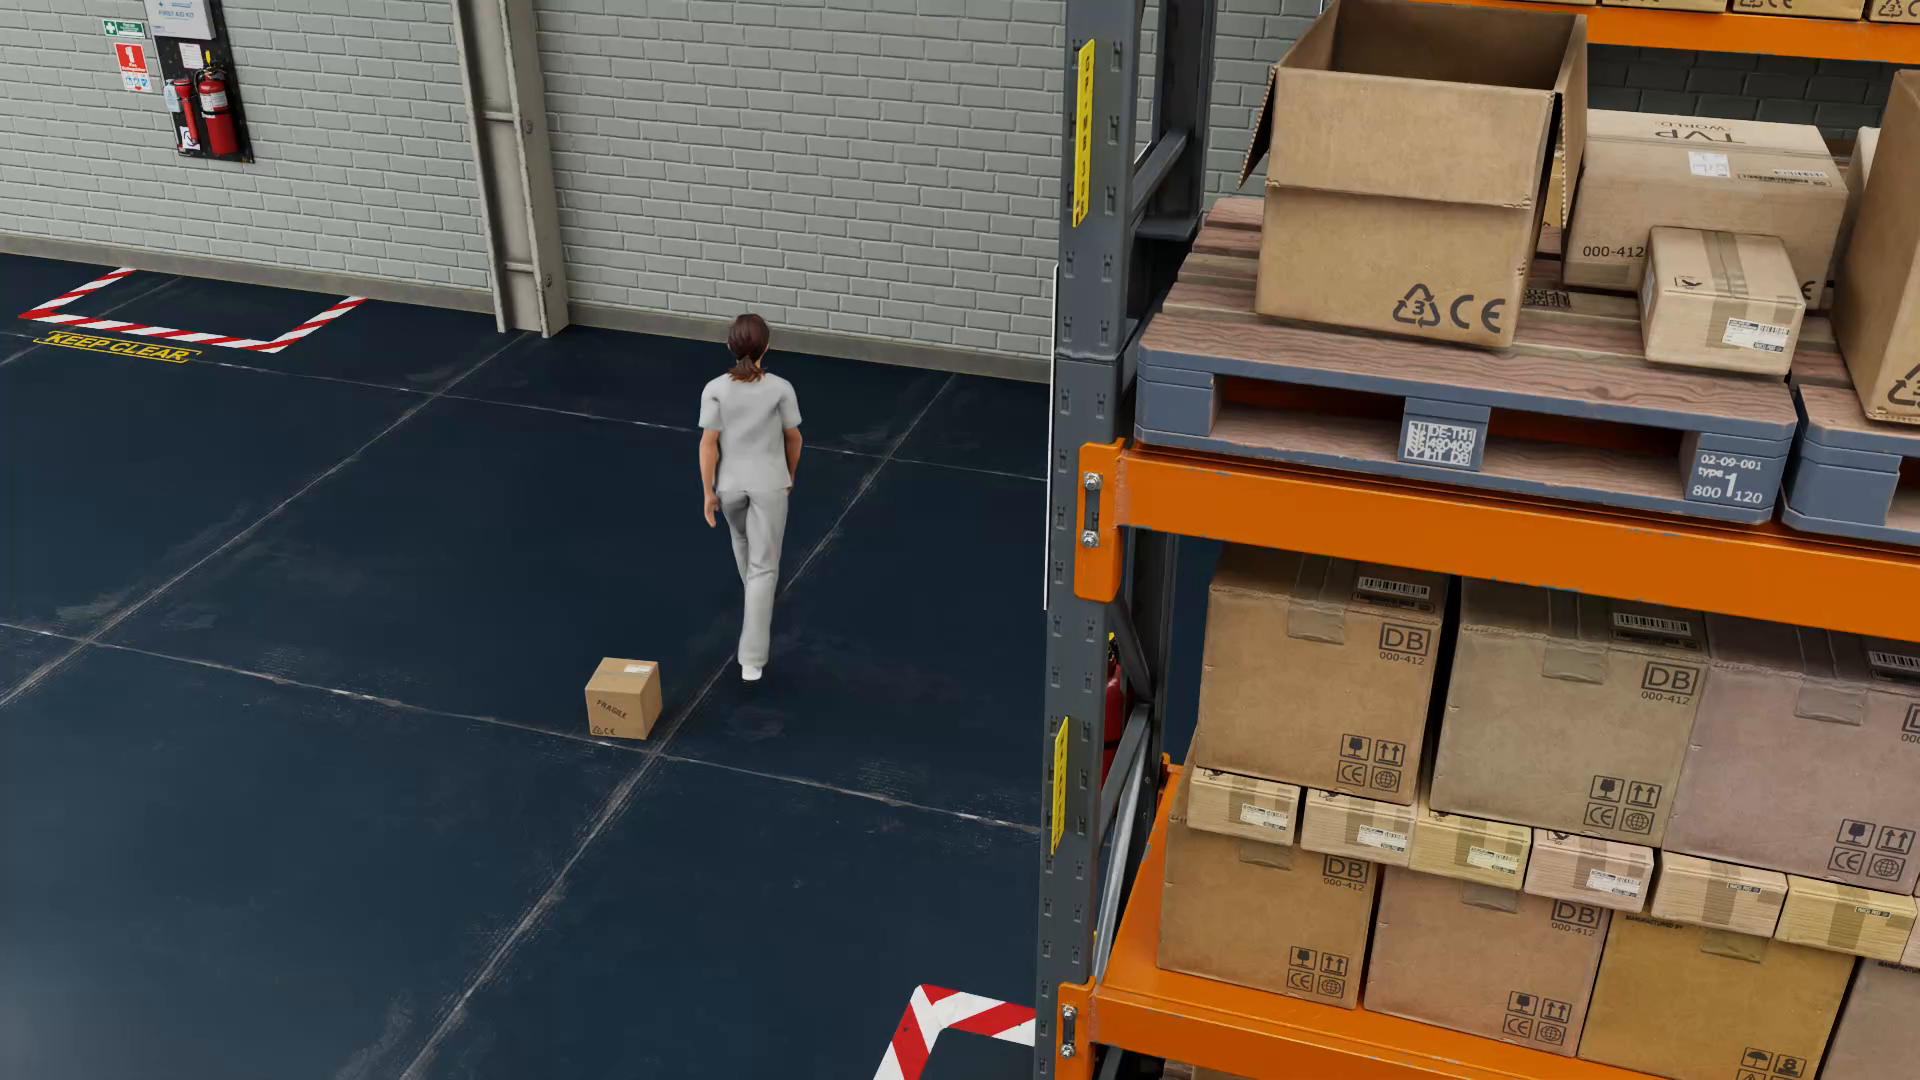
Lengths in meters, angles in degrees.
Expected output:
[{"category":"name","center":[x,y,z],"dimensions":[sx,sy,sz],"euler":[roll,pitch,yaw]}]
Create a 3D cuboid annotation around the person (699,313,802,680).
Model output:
[{"category":"person","center":[-0.931,-0.285,7.626],"dimensions":[0.446,1.594,1.042],"euler":[2,29,3]}]
